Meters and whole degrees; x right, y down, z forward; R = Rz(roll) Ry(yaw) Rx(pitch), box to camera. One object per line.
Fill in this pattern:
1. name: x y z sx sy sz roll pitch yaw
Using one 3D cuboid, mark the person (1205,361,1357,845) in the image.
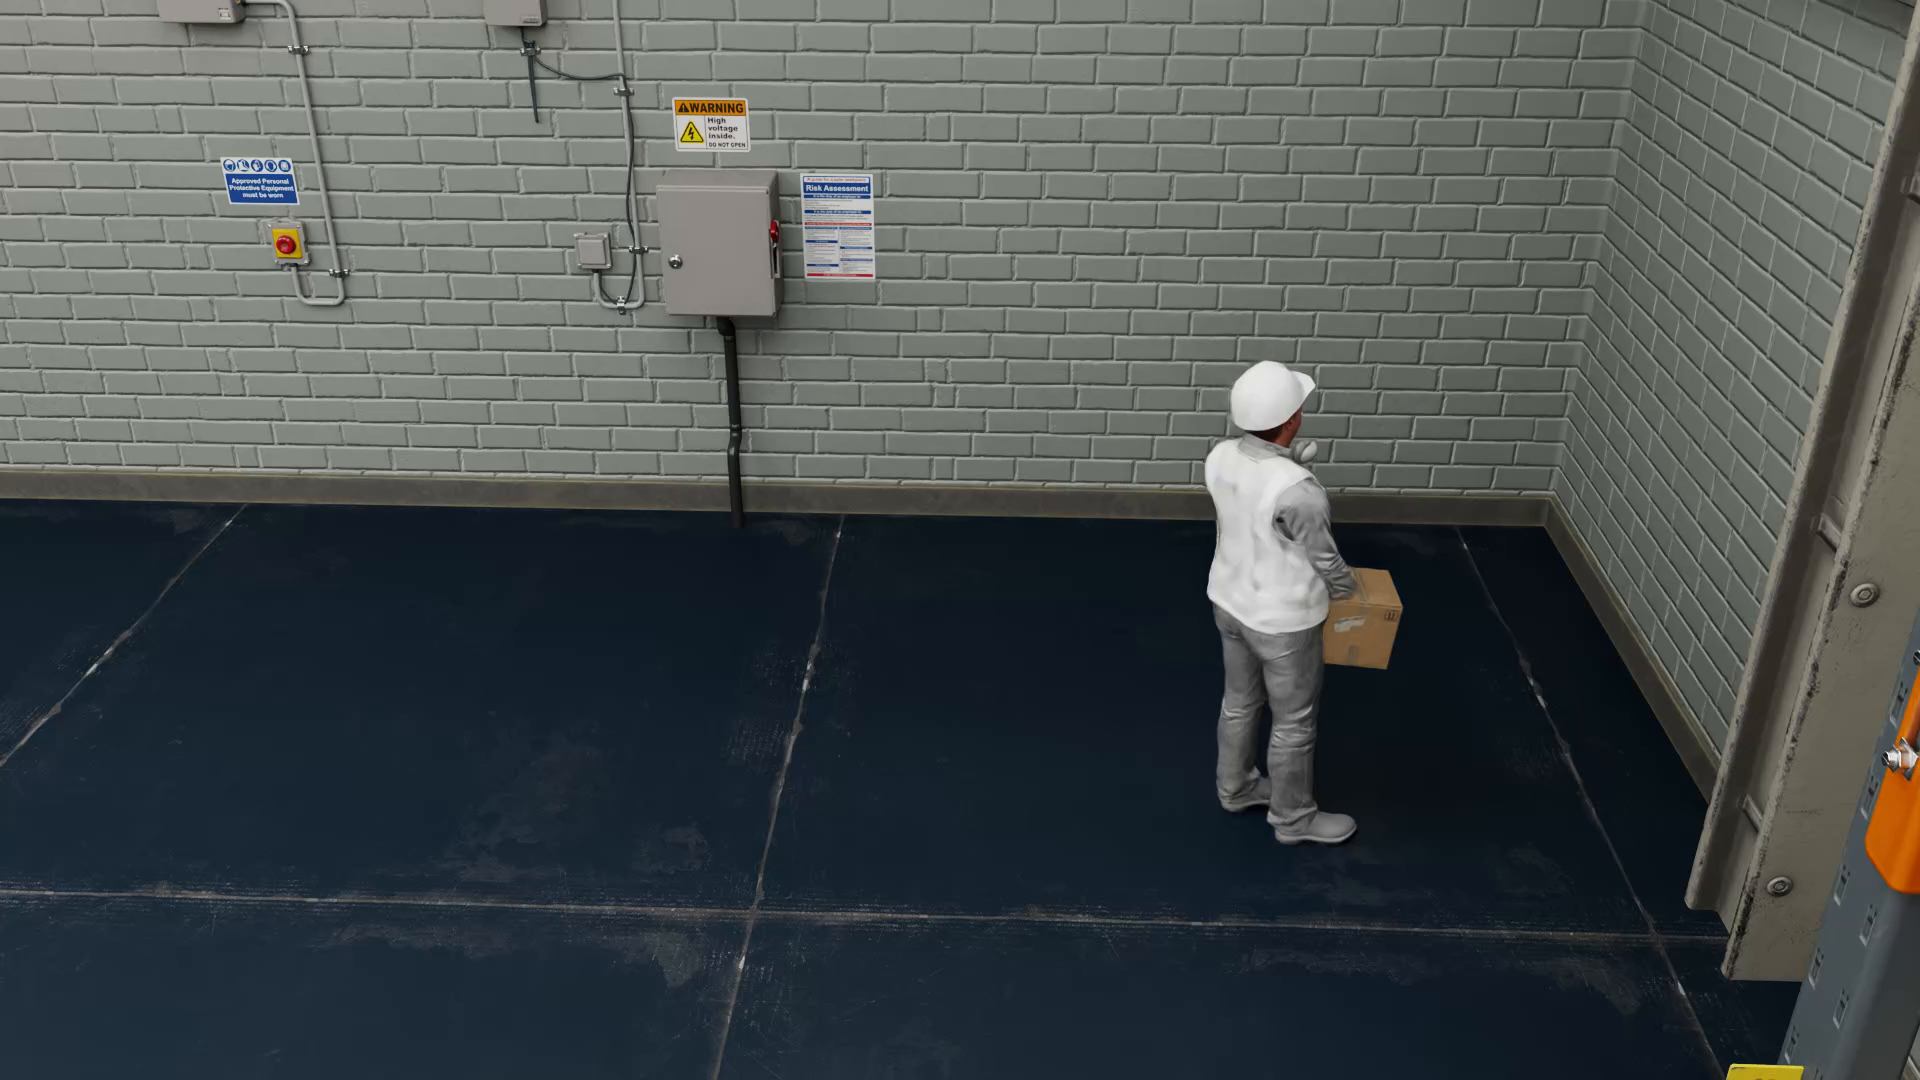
1. person: 1.107 0.215 5.673 0.504 1.780 0.566 -16 32 -28
